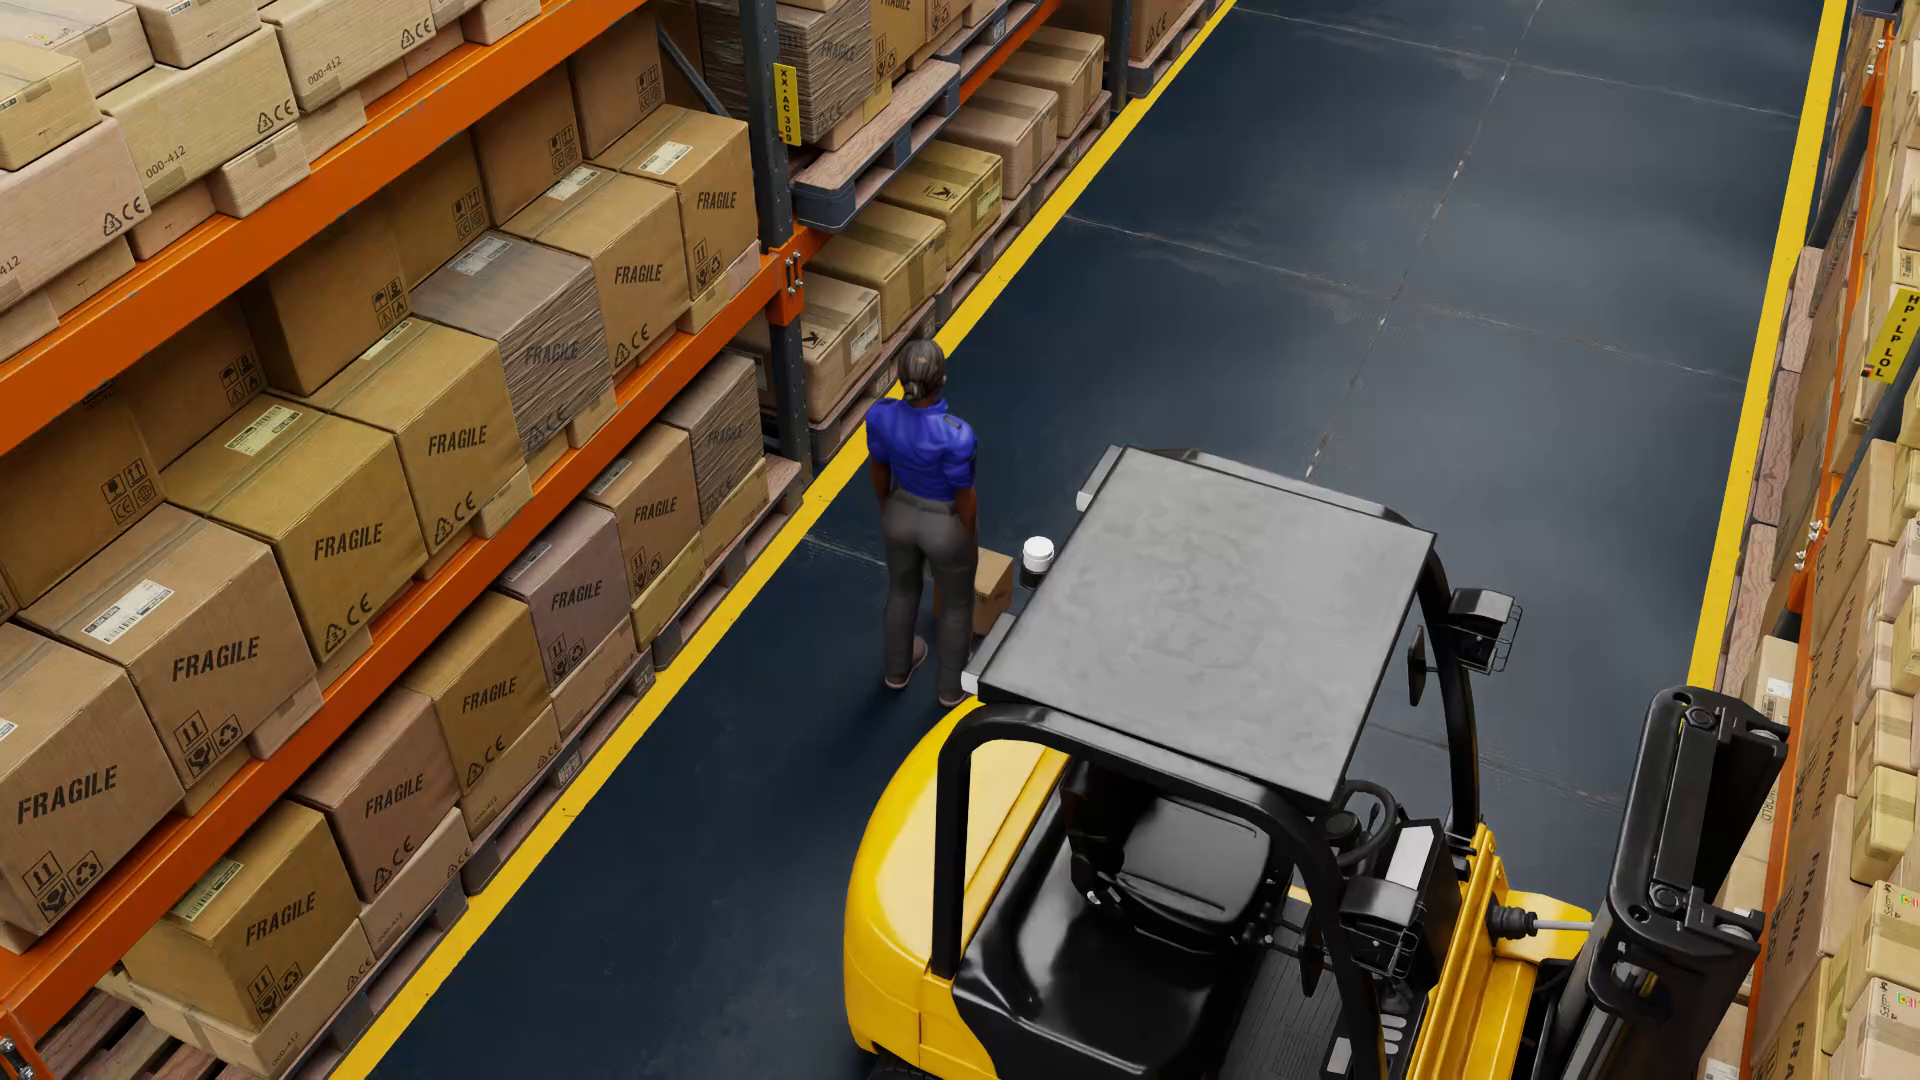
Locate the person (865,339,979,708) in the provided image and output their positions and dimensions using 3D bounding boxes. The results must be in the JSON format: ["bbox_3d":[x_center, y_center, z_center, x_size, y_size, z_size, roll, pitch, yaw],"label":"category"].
[{"bbox_3d":[-0.128,-0.063,6.237,0.438,1.657,0.302,18,45,19],"label":"person"}]
